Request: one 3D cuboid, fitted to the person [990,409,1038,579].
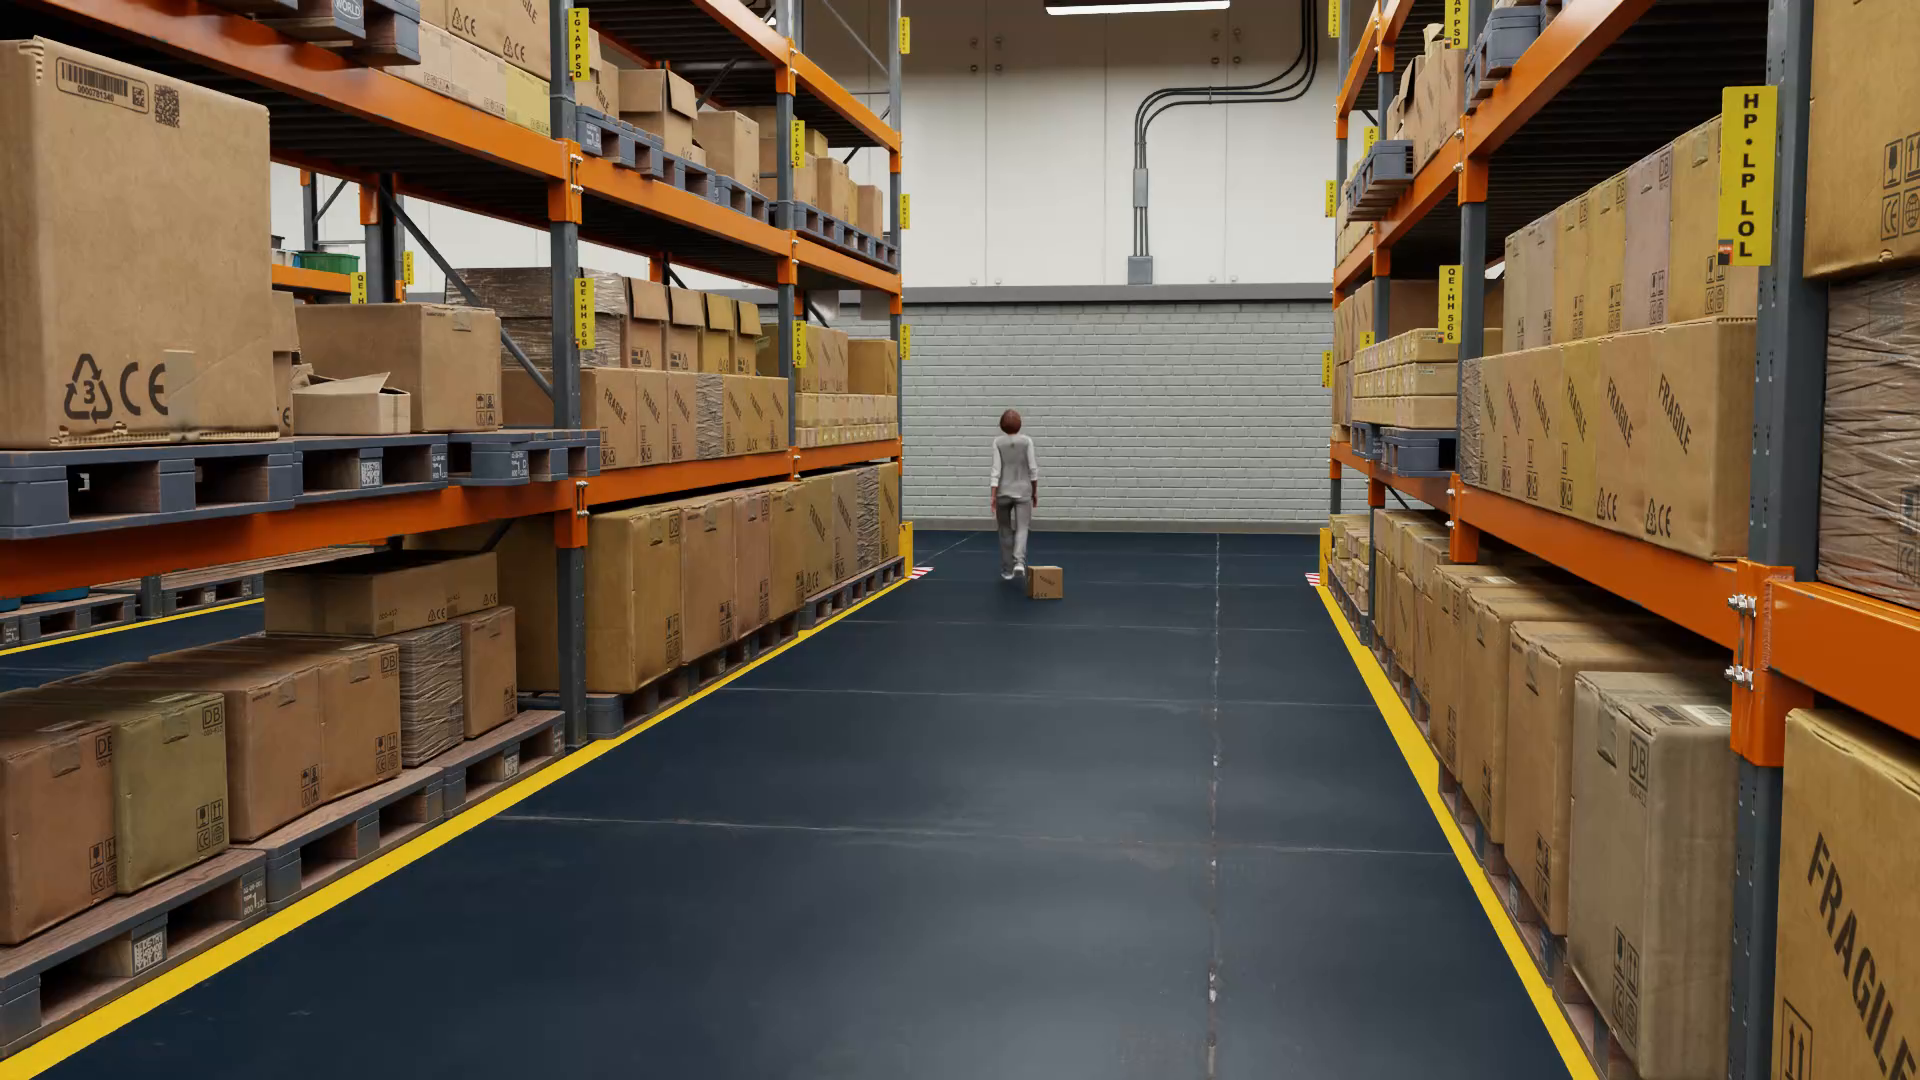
[{"bbox_3d":[0.488,-0.398,14.977,0.420,1.544,0.885,0,5,5],"label":"person"}]
